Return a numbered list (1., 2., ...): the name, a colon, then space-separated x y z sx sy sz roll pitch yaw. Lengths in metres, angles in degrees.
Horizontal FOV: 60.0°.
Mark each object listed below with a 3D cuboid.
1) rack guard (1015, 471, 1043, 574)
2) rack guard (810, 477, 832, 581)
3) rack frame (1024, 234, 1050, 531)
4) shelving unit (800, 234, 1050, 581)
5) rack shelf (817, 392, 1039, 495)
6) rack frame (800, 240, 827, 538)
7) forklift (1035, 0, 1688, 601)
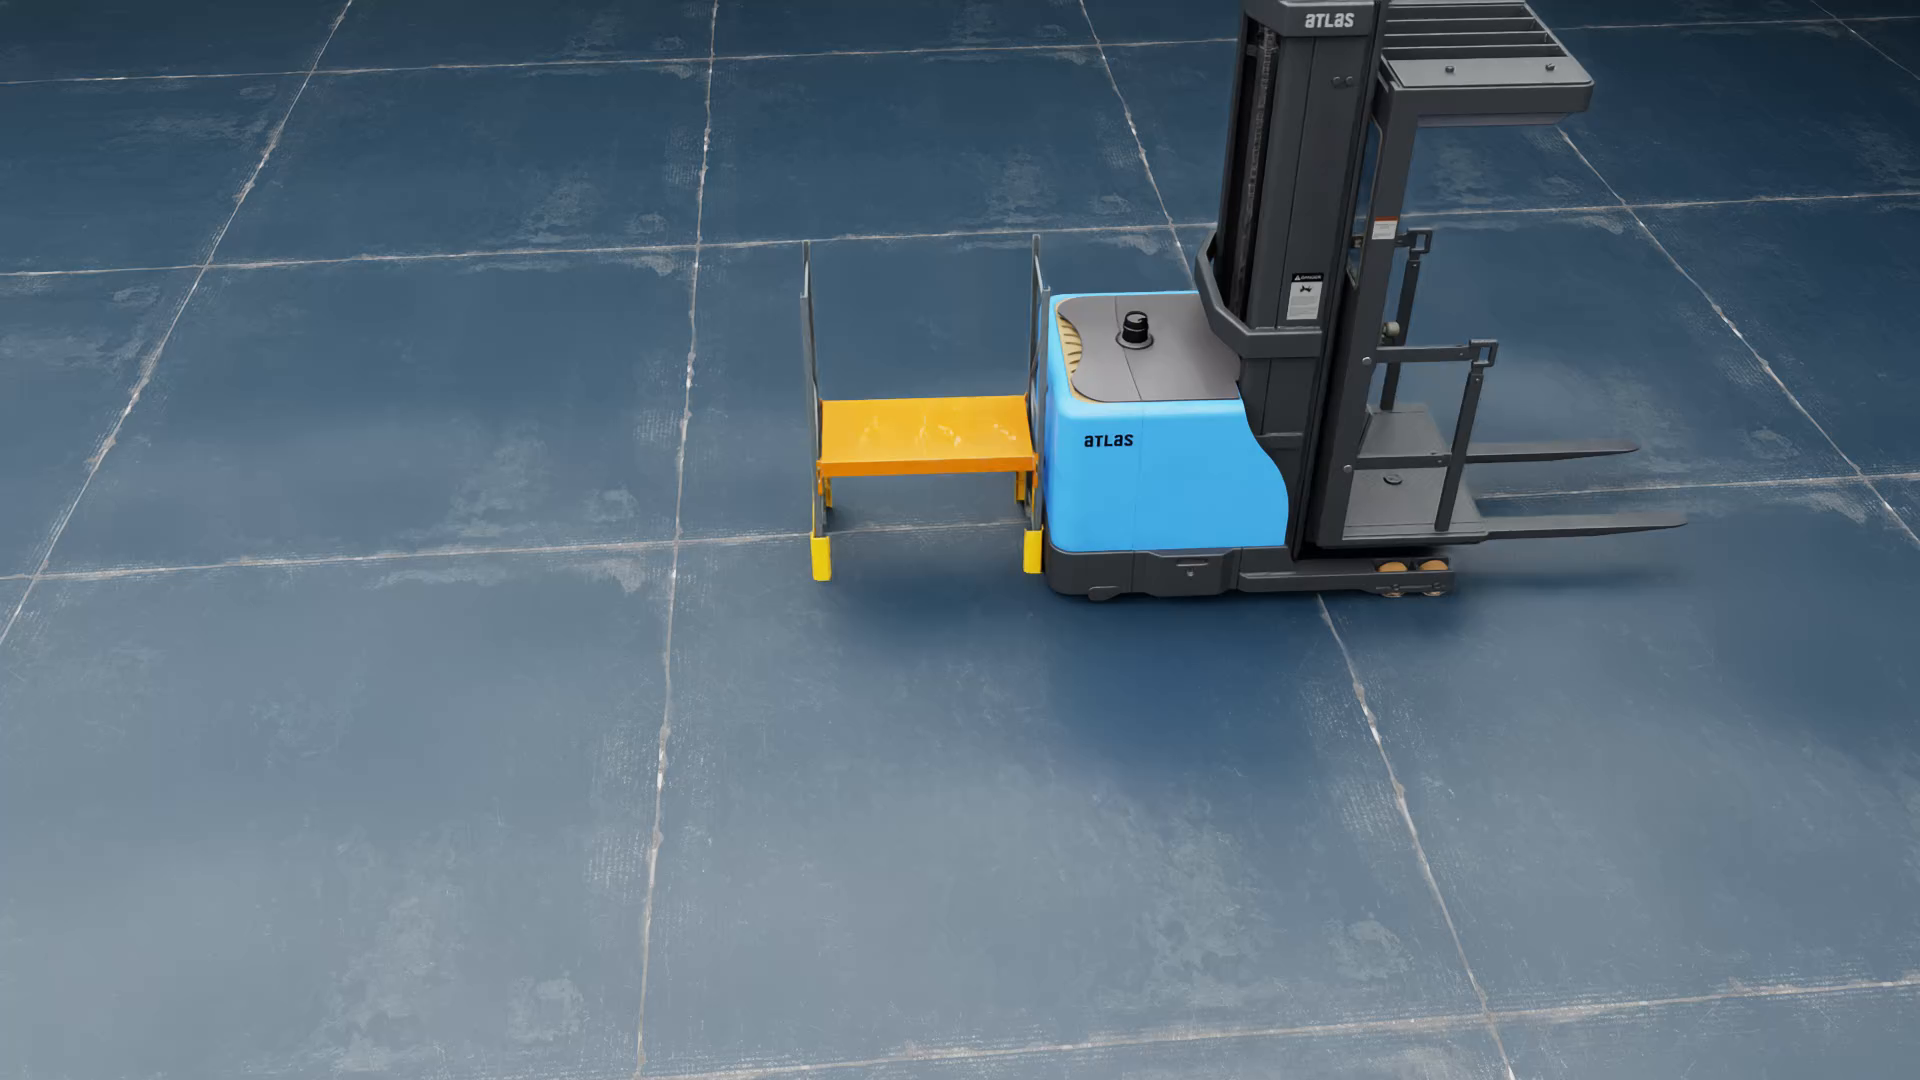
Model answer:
1. rack guard: 0.331 -0.120 8.022 0.087 0.250 0.587 -2 38 -2
2. rack guard: -0.663 -0.088 7.981 0.087 0.250 0.587 -2 38 -2
3. rack frame: 0.351 -0.611 7.636 0.032 1.500 0.500 -2 38 -2
4. shelving unit: -0.166 -0.595 7.615 1.083 1.500 0.587 -2 38 -2
5. rack shelf: -0.157 -0.454 7.727 1.000 0.185 0.538 -2 38 -2
6. rack frame: -0.665 -0.578 7.594 0.032 1.500 0.500 -2 38 -2
7. forklift: 1.895 -1.212 7.242 3.031 2.935 1.130 -2 38 -2
